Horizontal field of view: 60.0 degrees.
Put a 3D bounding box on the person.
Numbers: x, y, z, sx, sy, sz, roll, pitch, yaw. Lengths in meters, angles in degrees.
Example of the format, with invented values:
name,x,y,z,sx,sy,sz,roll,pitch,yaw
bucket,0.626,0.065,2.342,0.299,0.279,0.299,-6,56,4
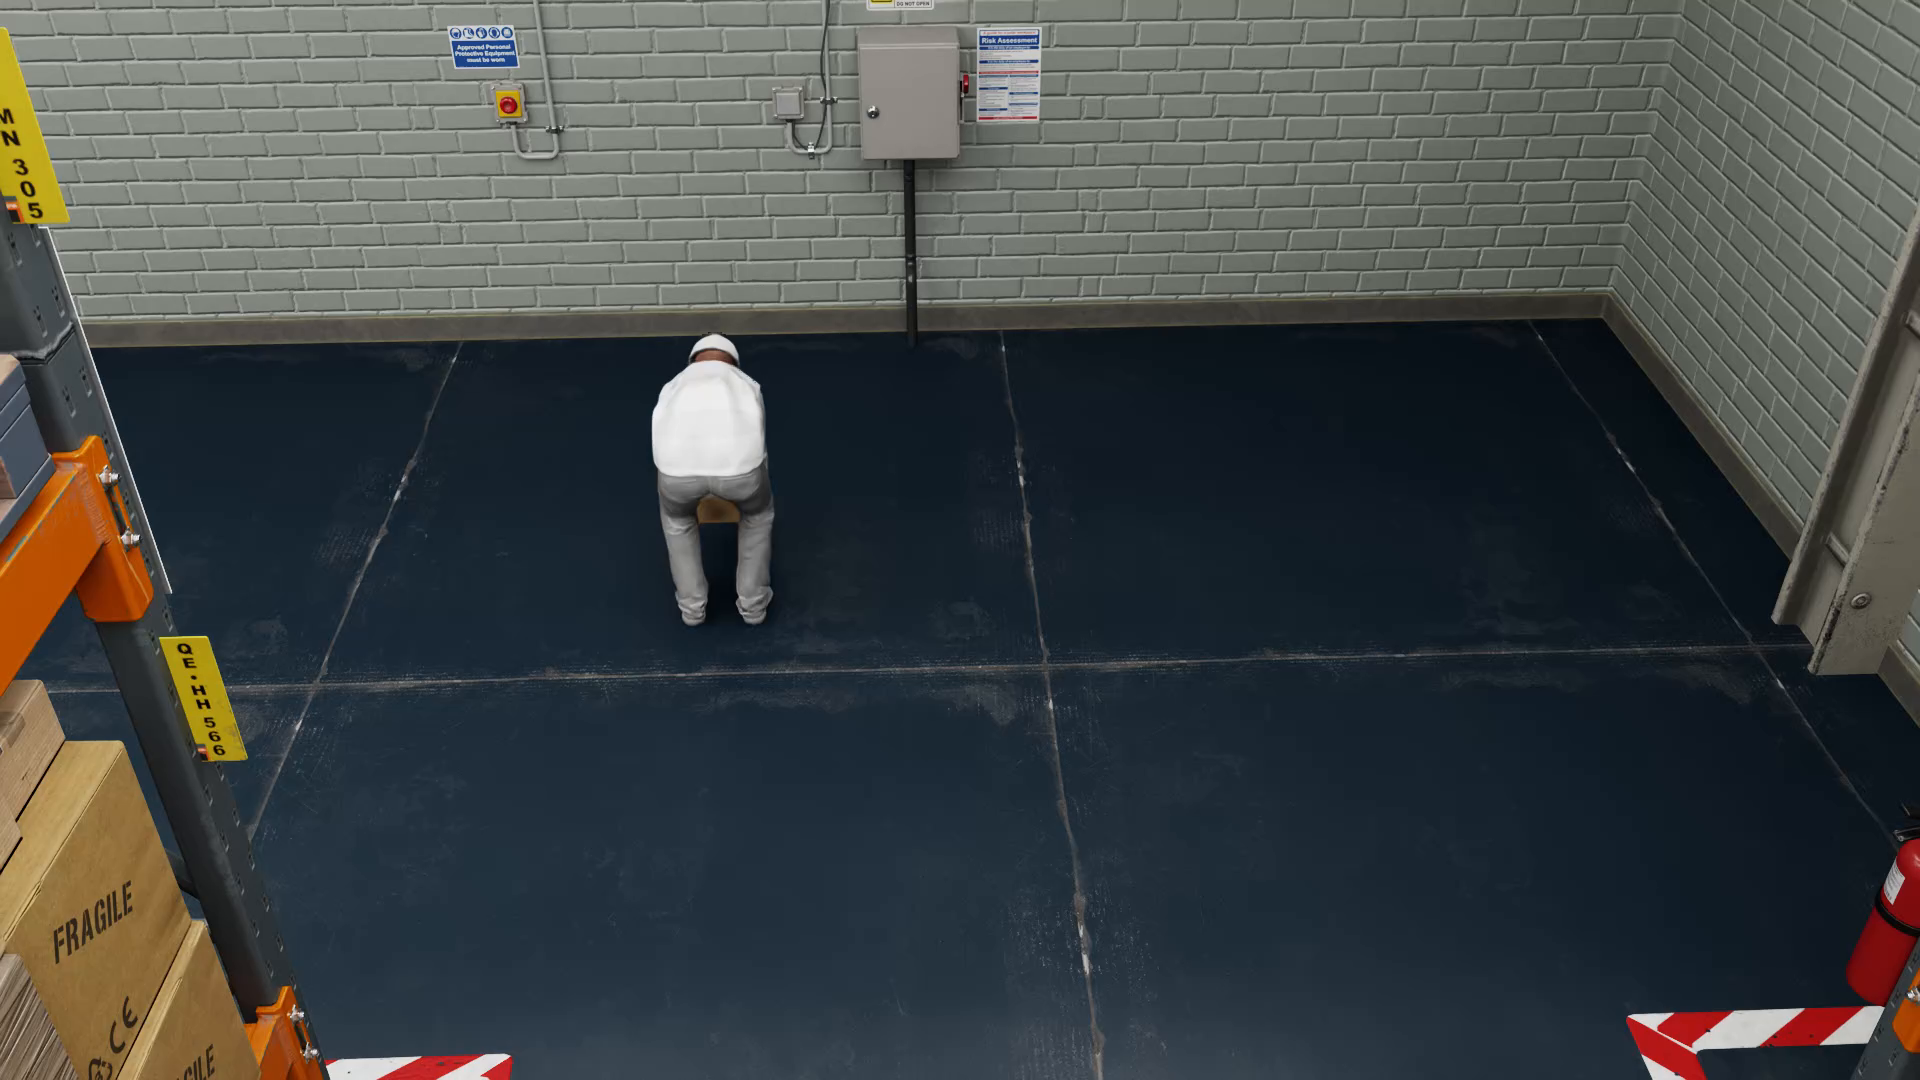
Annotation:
name,x,y,z,sx,sy,sz,roll,pitch,yaw
person,-1.043,-0.286,7.127,0.481,1.089,1.013,-3,35,-4
